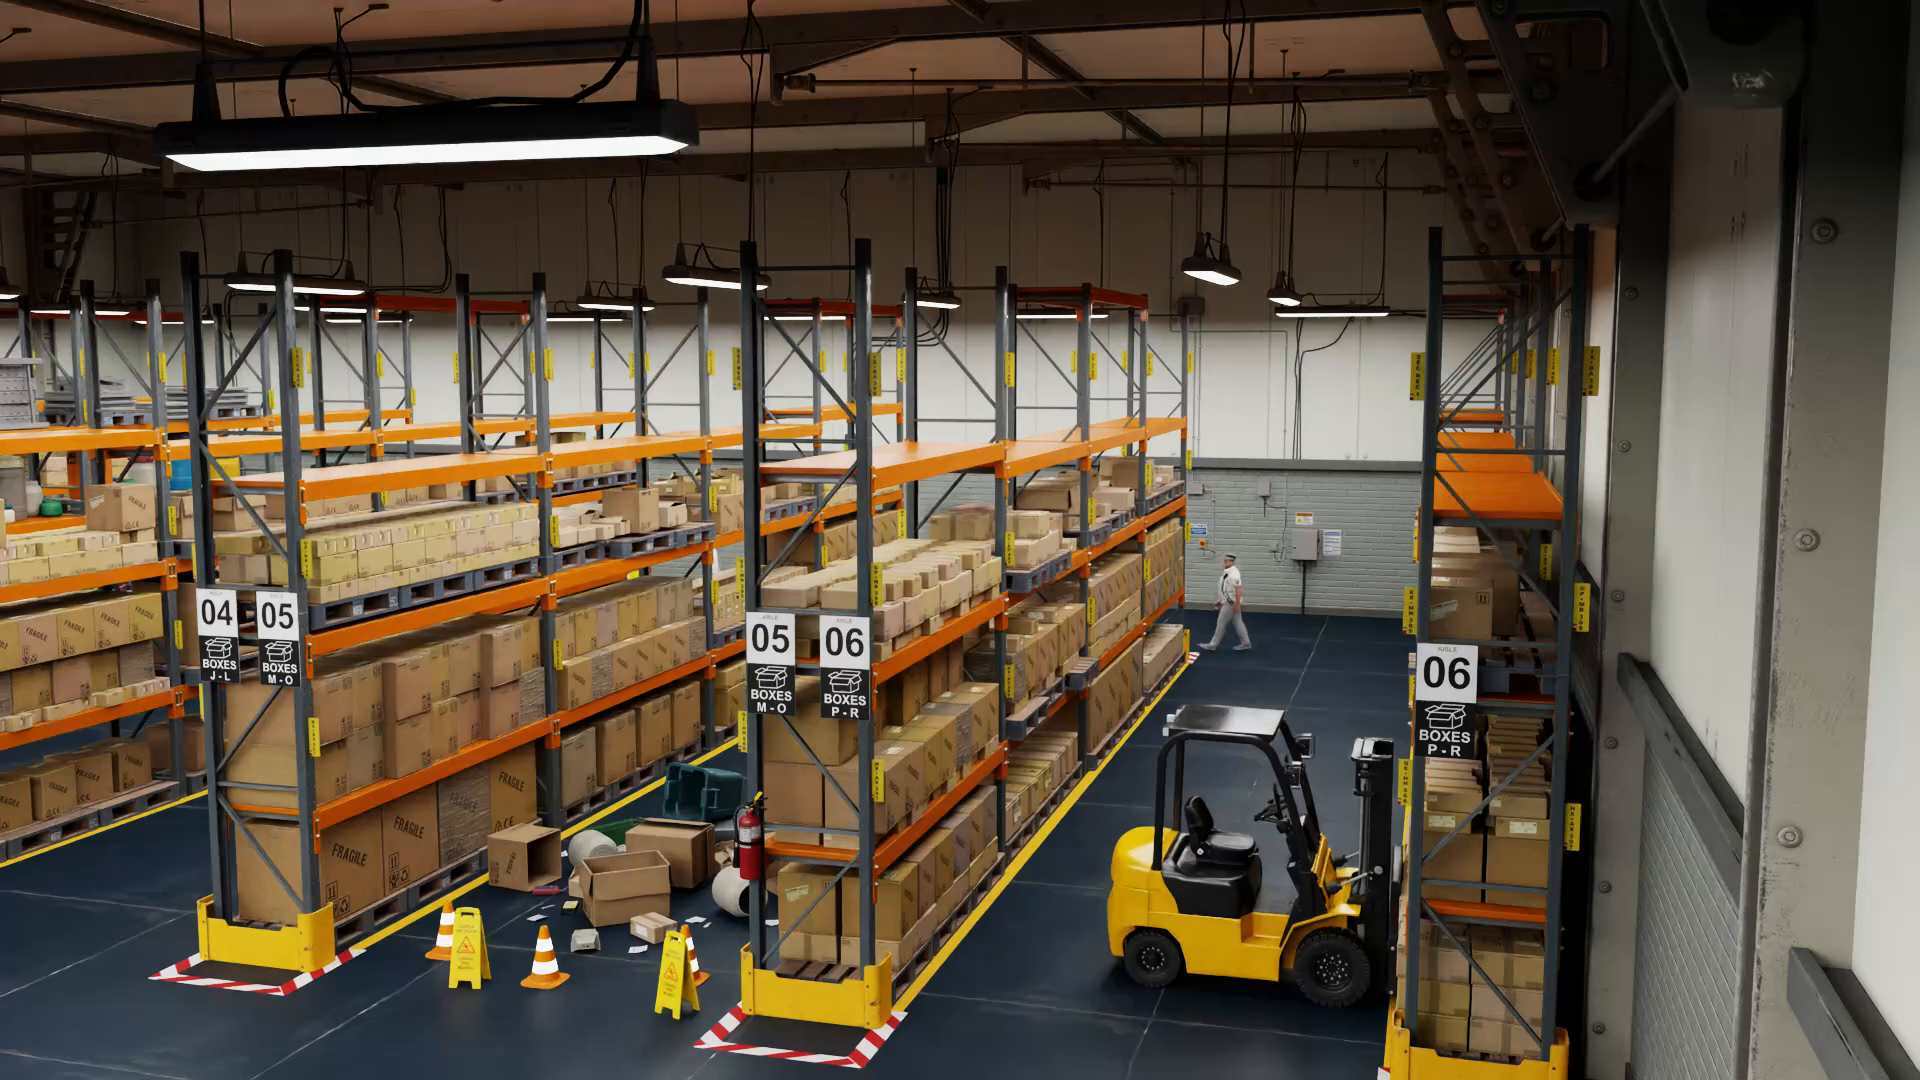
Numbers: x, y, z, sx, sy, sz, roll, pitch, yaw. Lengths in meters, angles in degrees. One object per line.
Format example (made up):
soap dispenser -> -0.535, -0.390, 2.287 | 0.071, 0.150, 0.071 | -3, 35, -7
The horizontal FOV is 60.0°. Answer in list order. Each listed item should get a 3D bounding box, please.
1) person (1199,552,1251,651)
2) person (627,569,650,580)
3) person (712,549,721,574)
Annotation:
person -> 4.615, 1.069, 28.882 | 0.928, 1.728, 0.537 | 0, 6, 3
person -> -5.434, 1.141, 28.217 | 0.610, 1.765, 0.513 | 5, 8, 40
person -> -4.821, 0.718, 32.479 | 0.992, 1.640, 0.515 | 0, 6, -4
